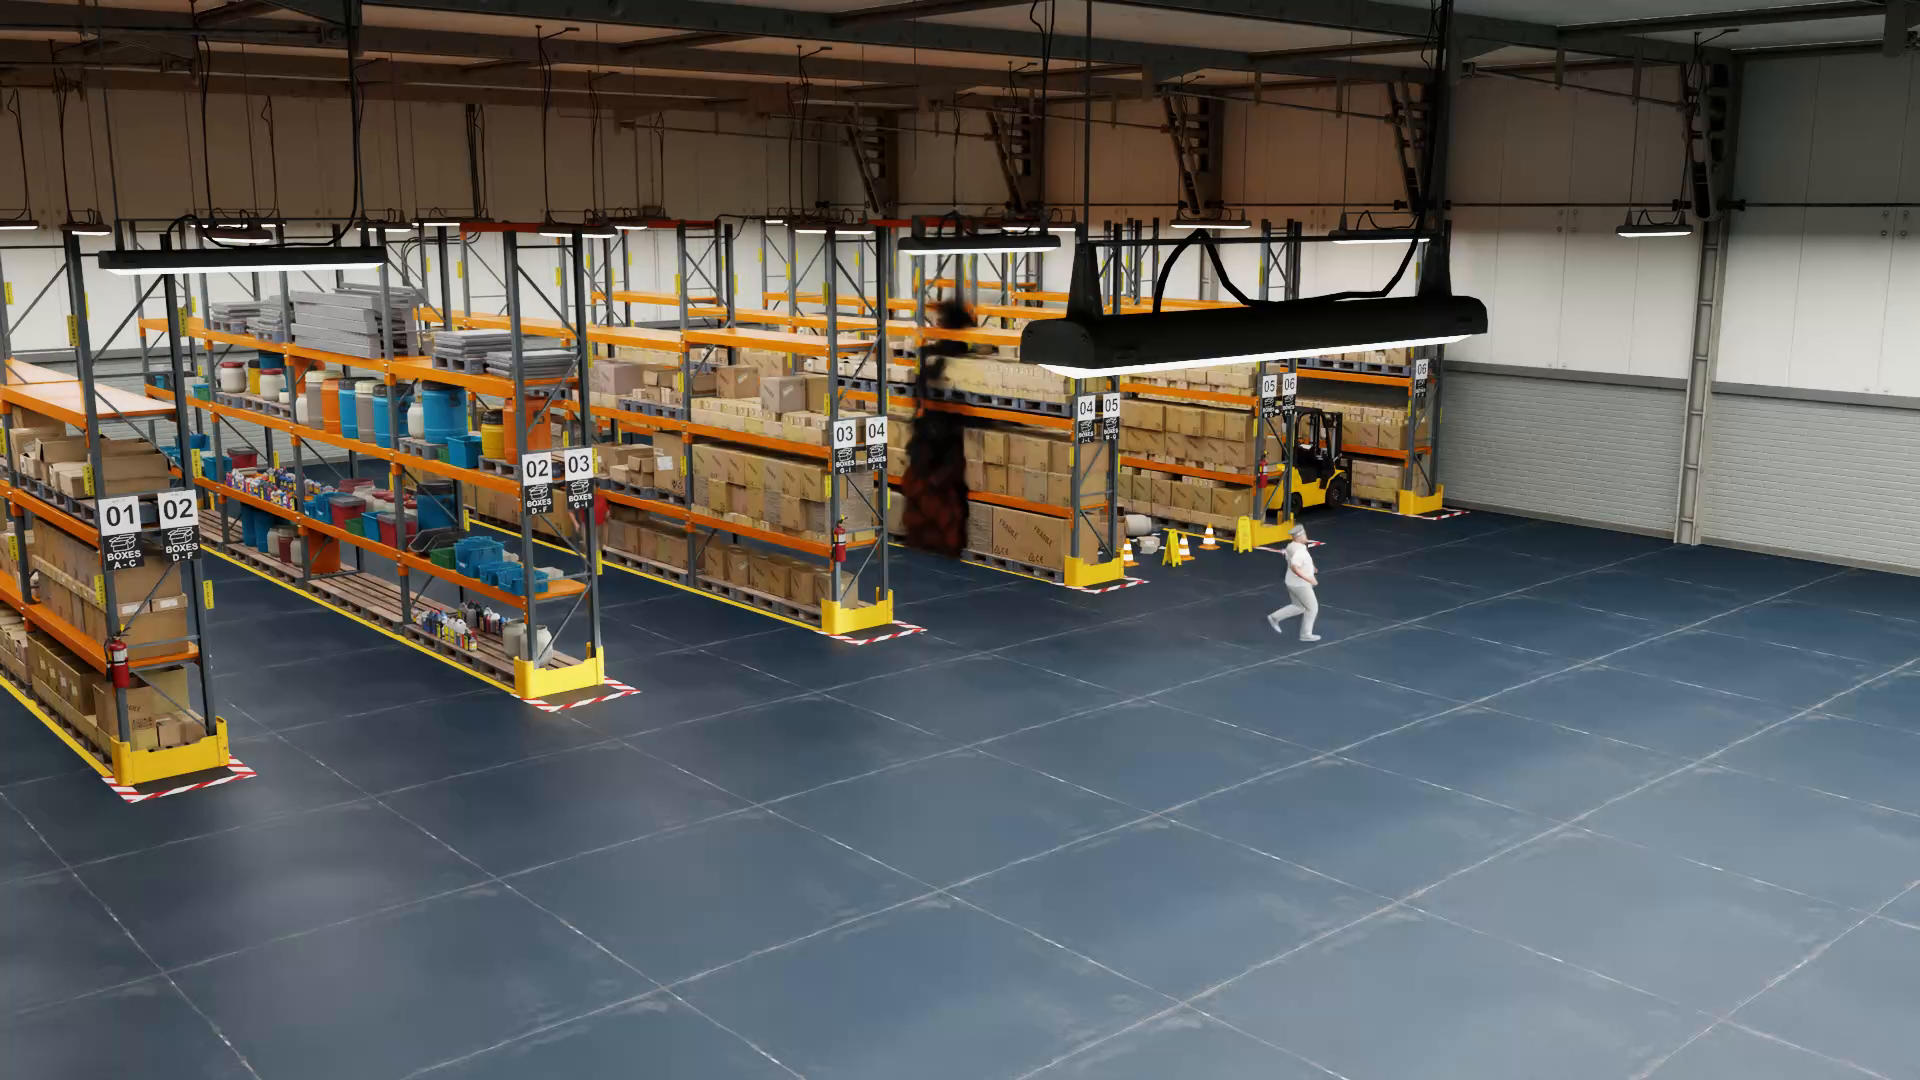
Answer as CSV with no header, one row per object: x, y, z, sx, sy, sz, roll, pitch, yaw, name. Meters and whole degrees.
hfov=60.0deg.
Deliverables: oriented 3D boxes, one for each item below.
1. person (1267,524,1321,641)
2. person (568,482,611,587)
4.934,0.625,24.359,0.780,1.740,0.671,-1,11,-5,person
-6.183,-0.097,28.061,0.768,1.798,0.631,10,15,41,person
